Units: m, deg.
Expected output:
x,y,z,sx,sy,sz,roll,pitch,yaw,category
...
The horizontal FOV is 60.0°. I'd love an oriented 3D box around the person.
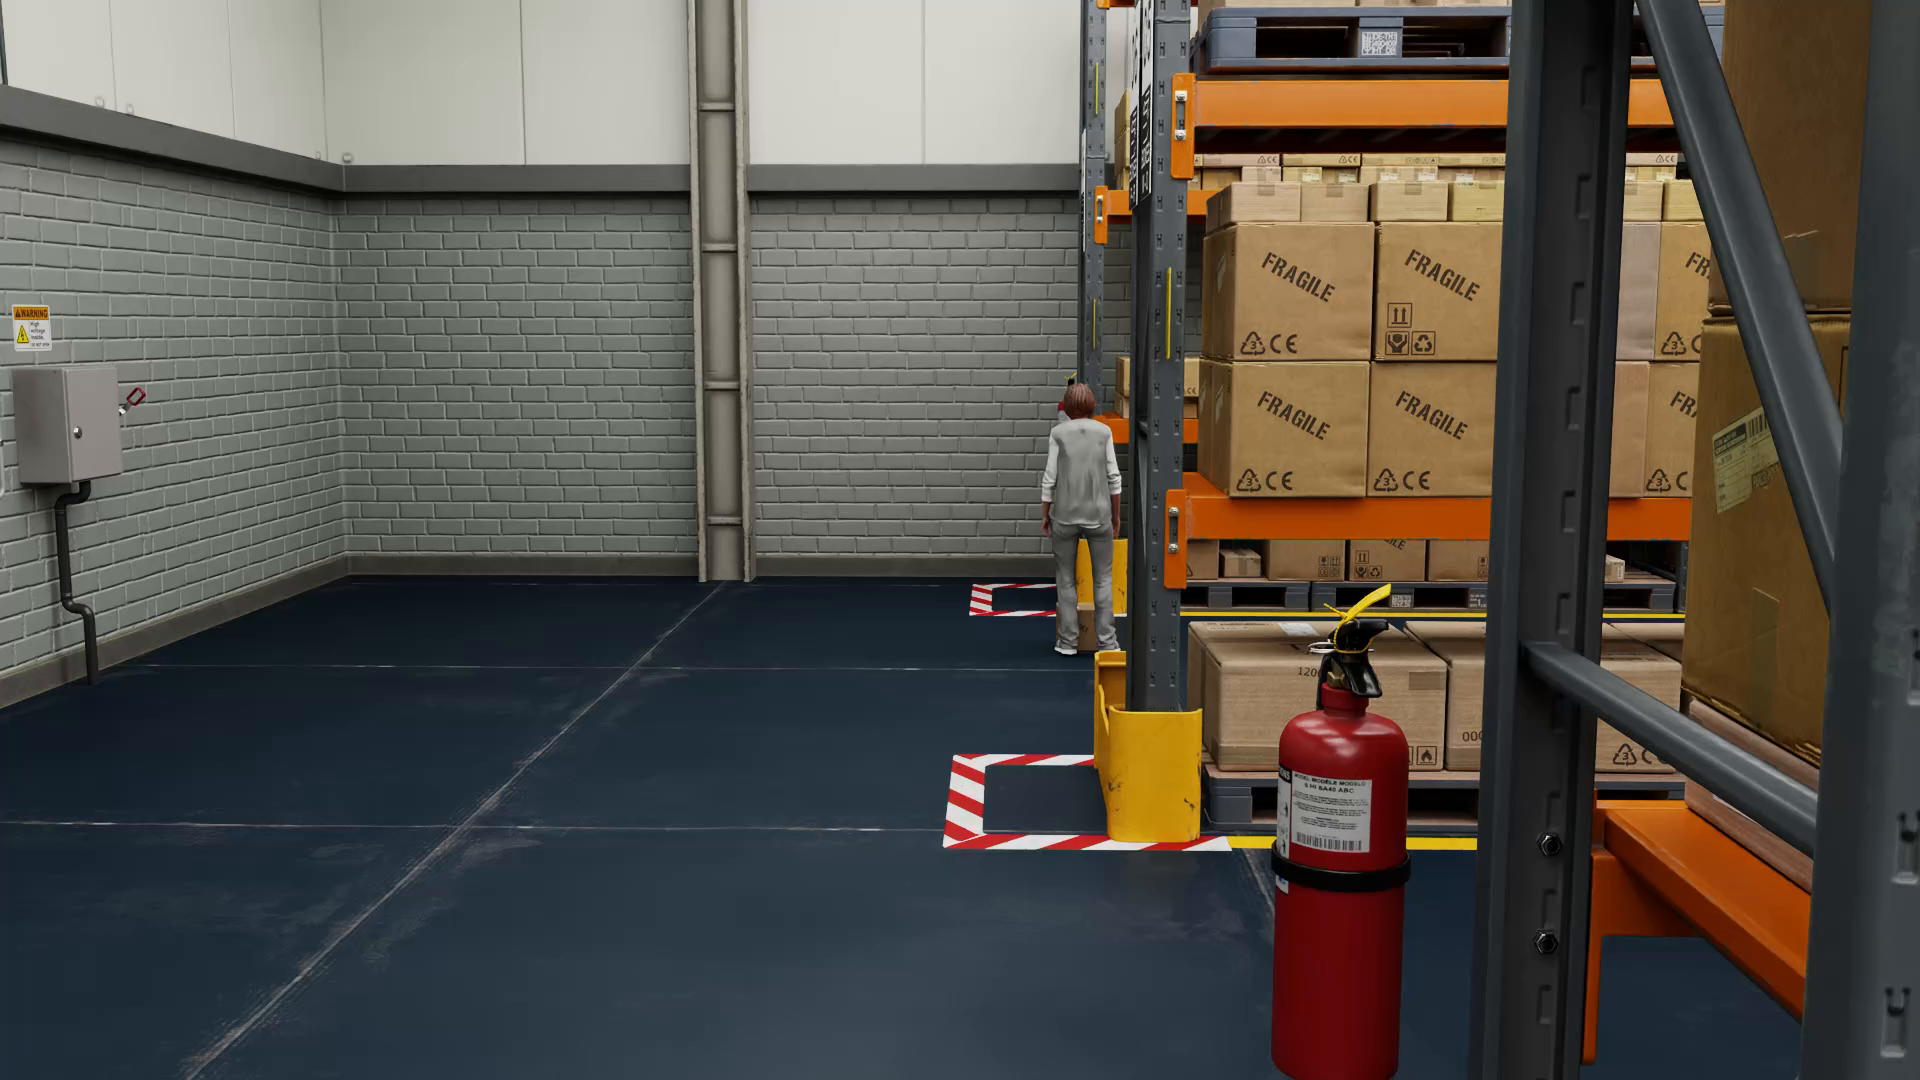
x,y,z,sx,sy,sz,roll,pitch,yaw,category
0.711,-0.115,9.704,0.478,1.593,0.367,0,7,-1,person
